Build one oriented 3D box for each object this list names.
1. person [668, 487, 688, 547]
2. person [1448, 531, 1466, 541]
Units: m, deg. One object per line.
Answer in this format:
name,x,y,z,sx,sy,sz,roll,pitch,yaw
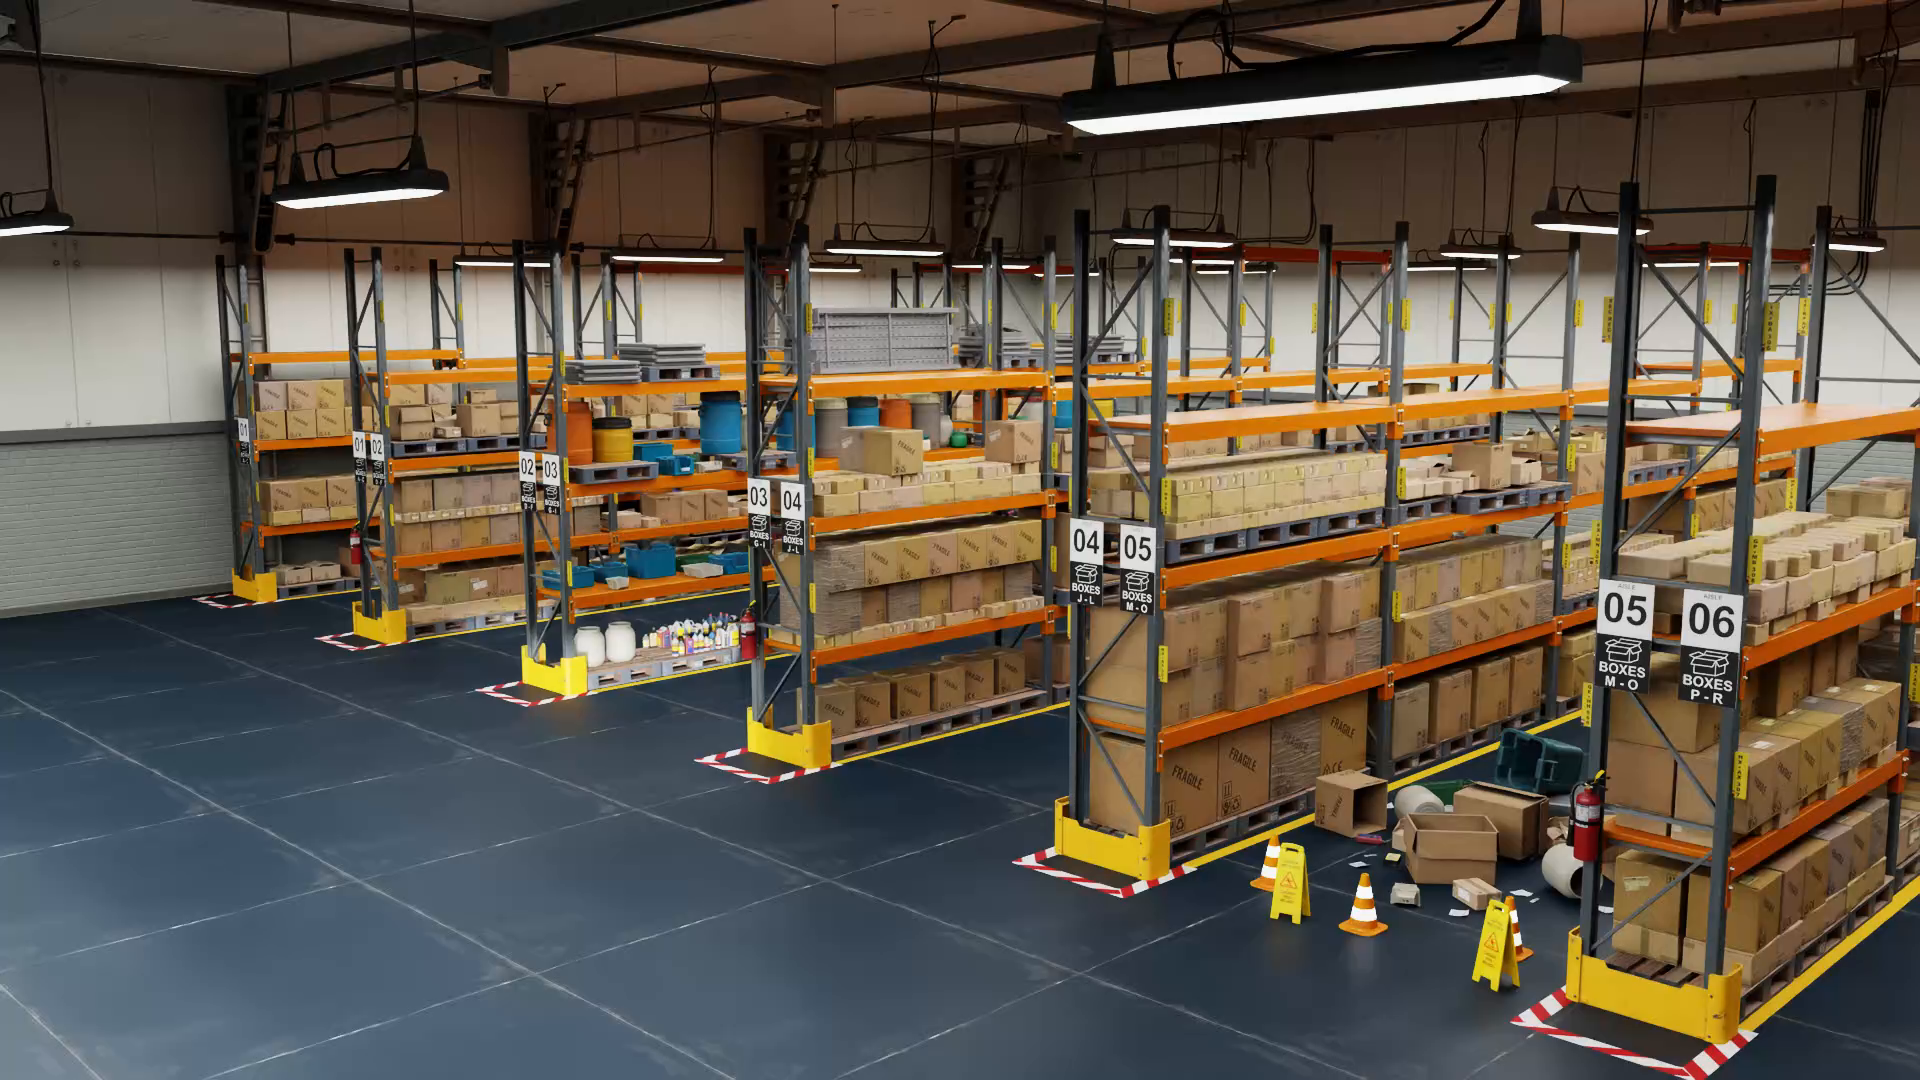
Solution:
person,-5.772,-0.450,33.790,0.466,1.654,0.438,0,8,-3
person,7.930,0.616,26.446,0.928,1.637,0.547,-7,10,-39
